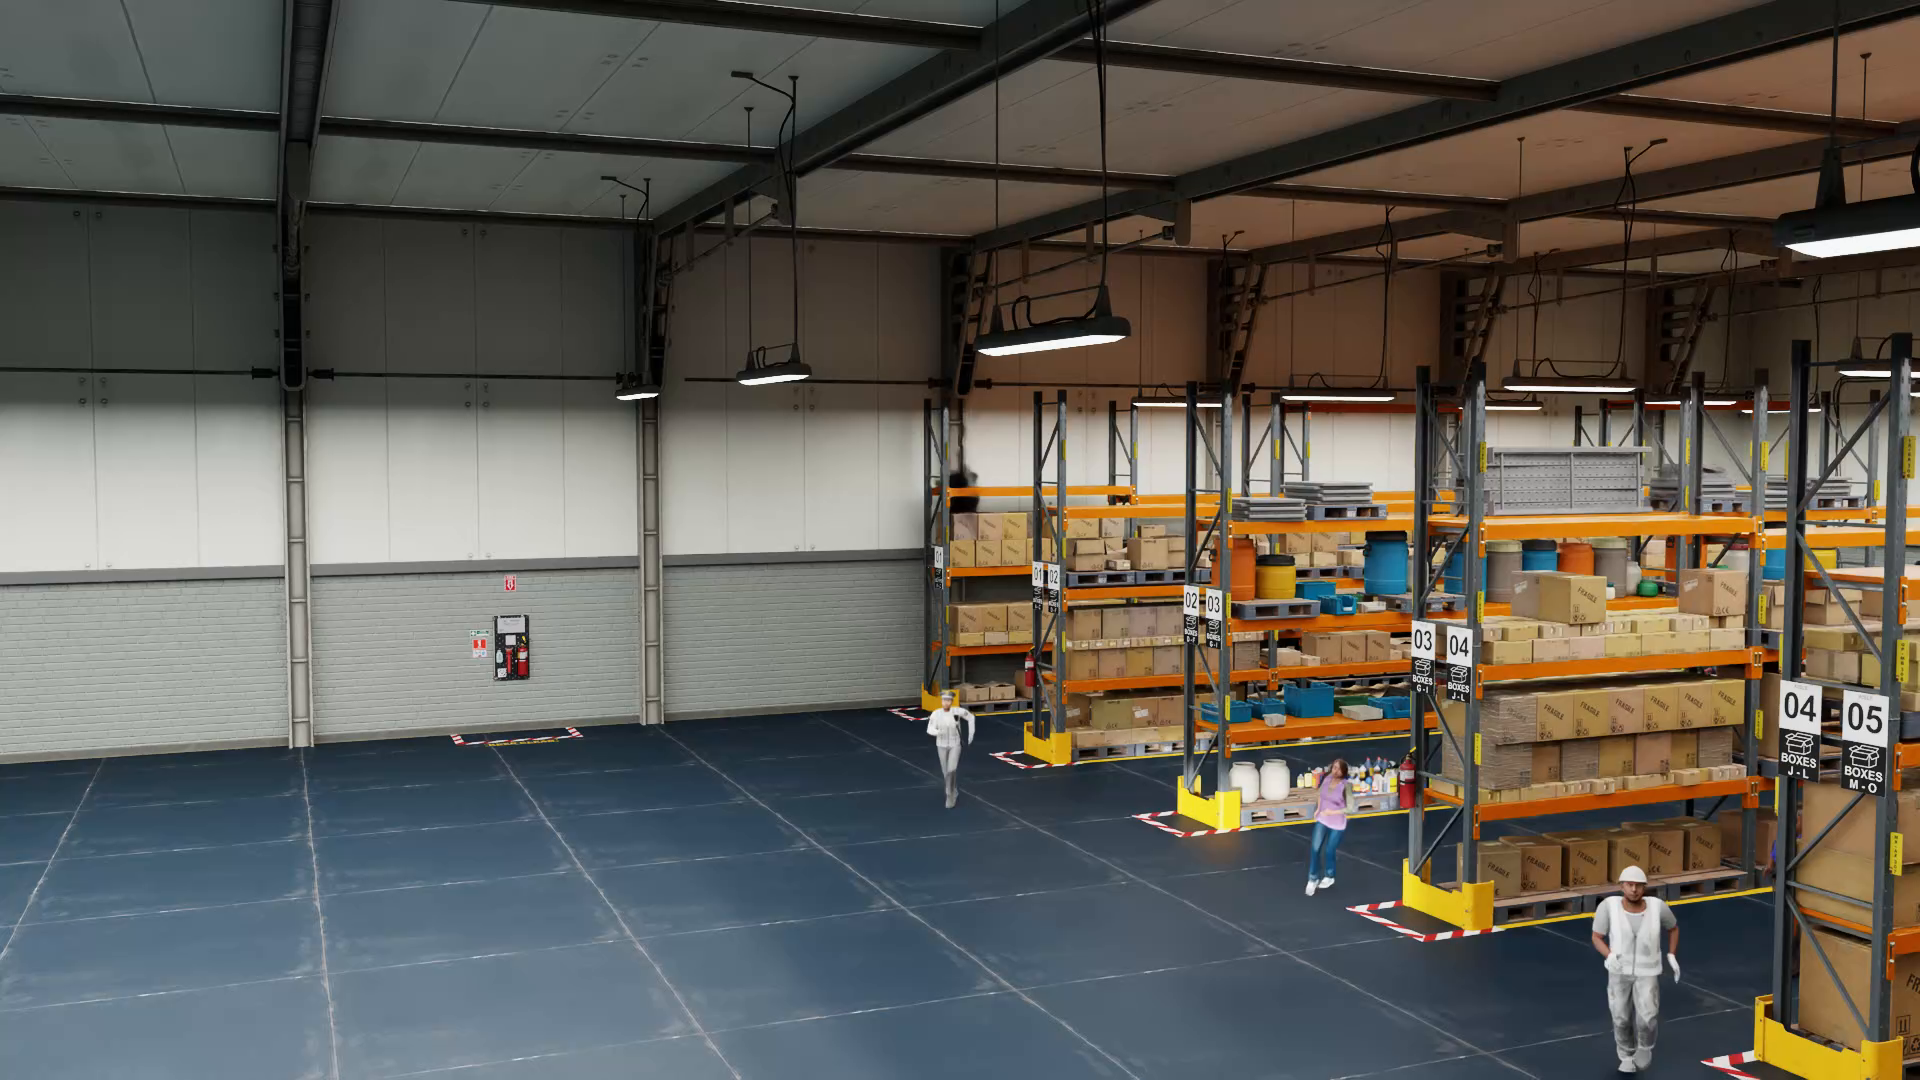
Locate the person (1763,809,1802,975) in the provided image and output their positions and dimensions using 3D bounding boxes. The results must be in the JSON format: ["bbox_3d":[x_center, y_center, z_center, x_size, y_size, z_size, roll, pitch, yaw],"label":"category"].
[{"bbox_3d":[8.005,3.408,16.026,0.548,1.602,0.565,-2,4,-33],"label":"person"}]

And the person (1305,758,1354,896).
[{"bbox_3d":[4.247,3.263,18.945,0.532,1.595,0.637,2,4,32],"label":"person"}]

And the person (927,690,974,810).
[{"bbox_3d":[-0.133,2.938,23.506,0.640,1.687,0.795,0,3,8],"label":"person"}]

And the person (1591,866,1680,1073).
[{"bbox_3d":[5.448,3.493,13.414,0.676,1.731,0.685,1,4,21],"label":"person"}]
